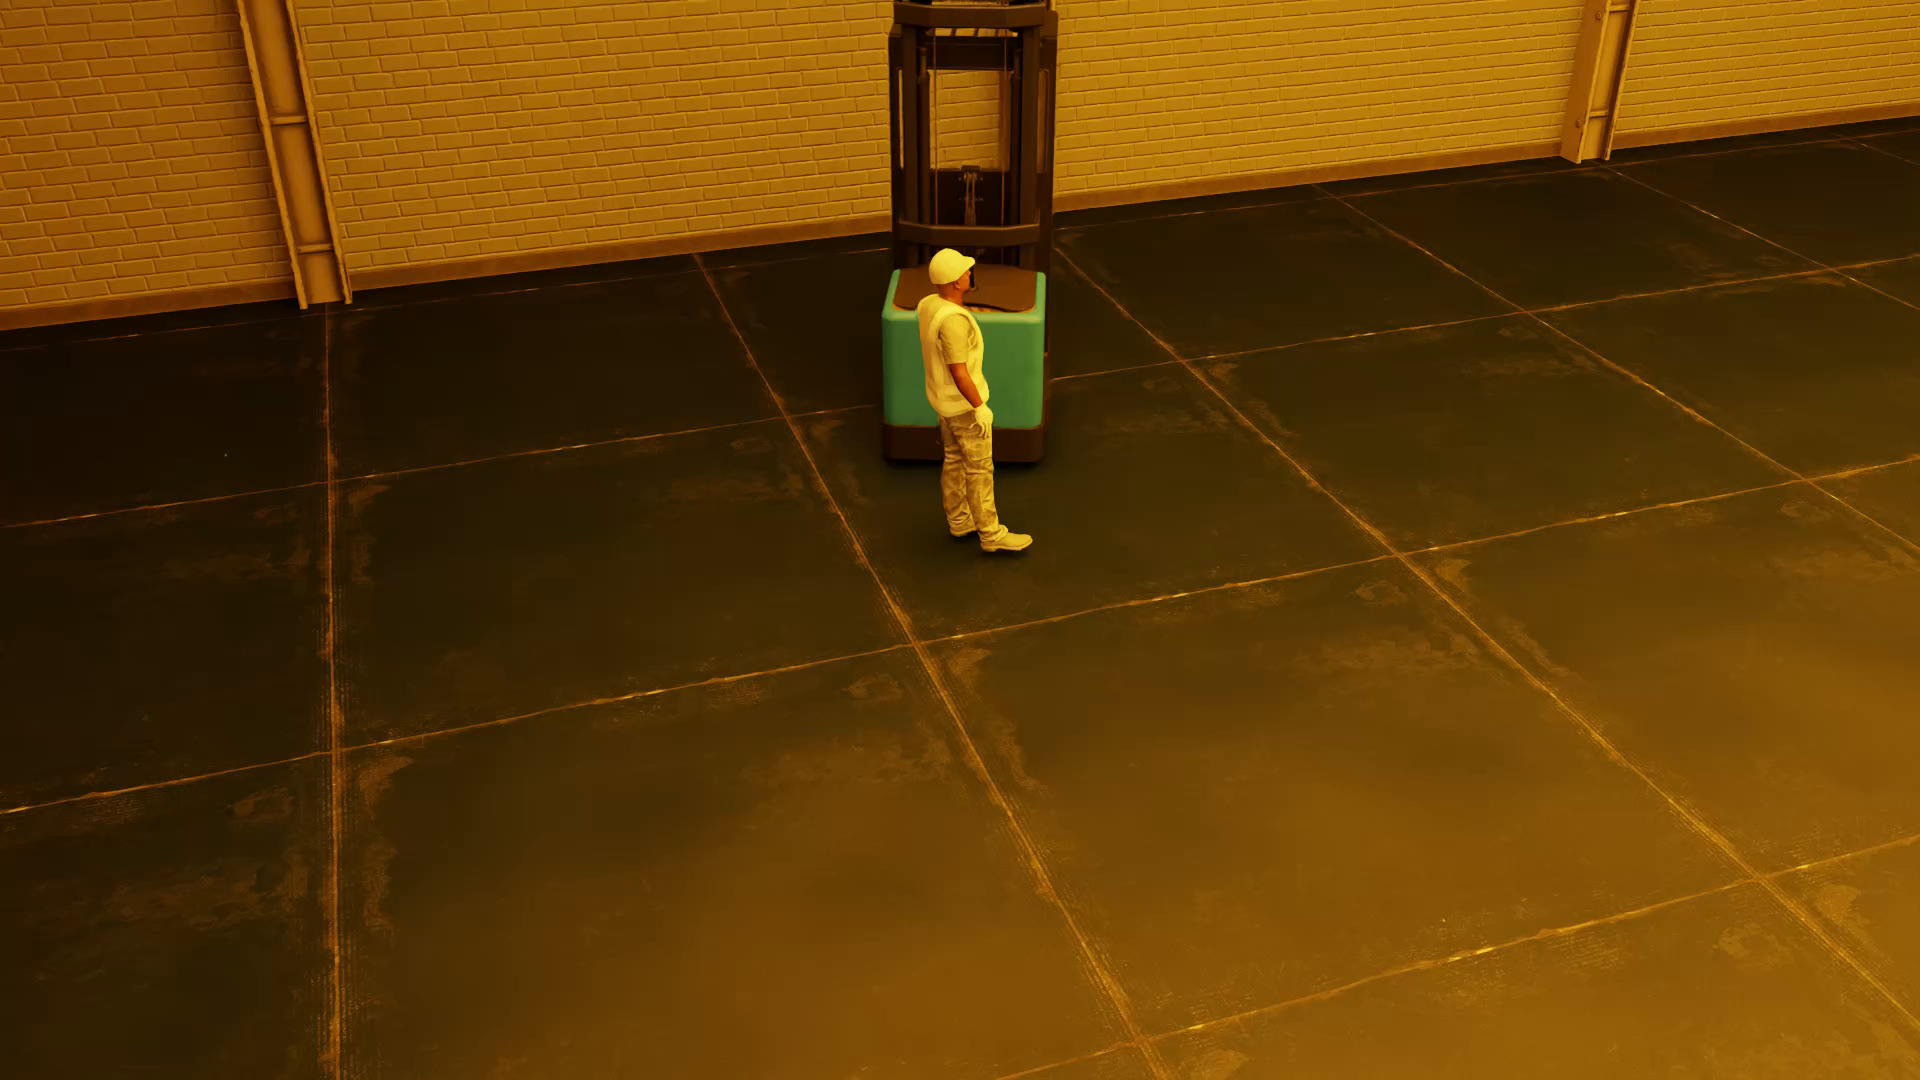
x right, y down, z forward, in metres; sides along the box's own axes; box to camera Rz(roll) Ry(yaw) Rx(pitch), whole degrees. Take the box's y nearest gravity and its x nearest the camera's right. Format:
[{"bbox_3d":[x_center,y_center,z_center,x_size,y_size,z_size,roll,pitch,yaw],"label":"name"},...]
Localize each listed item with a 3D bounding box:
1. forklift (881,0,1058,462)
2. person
[{"bbox_3d":[0.097,-2.475,11.389,1.130,2.935,3.031,2,30,3],"label":"forklift"},{"bbox_3d":[0.070,-0.821,9.571,0.577,1.781,0.656,-10,31,-16],"label":"person"}]
